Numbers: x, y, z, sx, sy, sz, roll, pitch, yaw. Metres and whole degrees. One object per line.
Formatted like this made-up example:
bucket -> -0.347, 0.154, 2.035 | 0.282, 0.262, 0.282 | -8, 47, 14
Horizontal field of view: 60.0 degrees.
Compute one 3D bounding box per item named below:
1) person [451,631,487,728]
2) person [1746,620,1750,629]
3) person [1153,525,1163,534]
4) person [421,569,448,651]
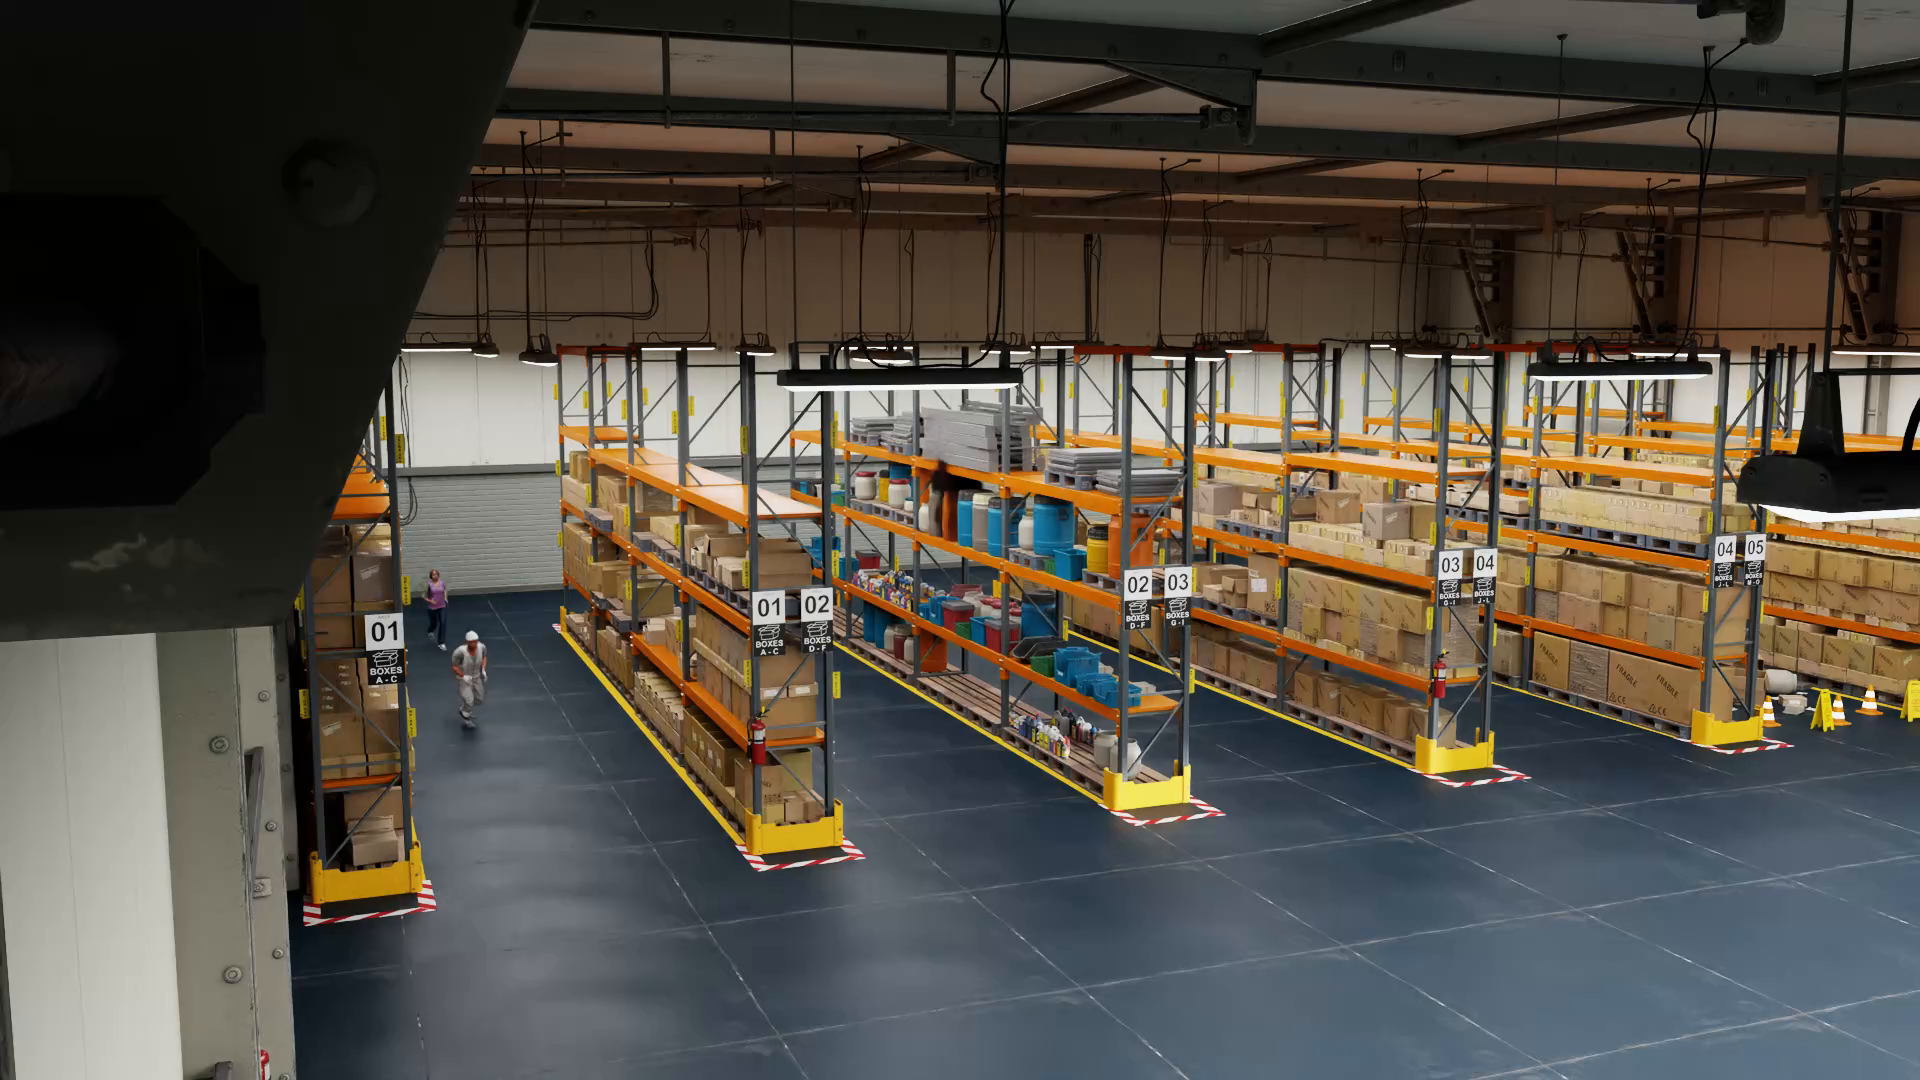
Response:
person -> -7.792, 2.188, 26.315 | 0.915, 1.618, 0.636 | 7, 10, 42
person -> 15.851, 1.380, 33.367 | 0.594, 1.477, 0.832 | -6, 10, -41
person -> 4.714, 0.316, 40.603 | 0.696, 1.797, 0.765 | 6, 9, 38
person -> -10.419, 1.362, 33.043 | 0.553, 1.595, 0.830 | -5, 9, -34
